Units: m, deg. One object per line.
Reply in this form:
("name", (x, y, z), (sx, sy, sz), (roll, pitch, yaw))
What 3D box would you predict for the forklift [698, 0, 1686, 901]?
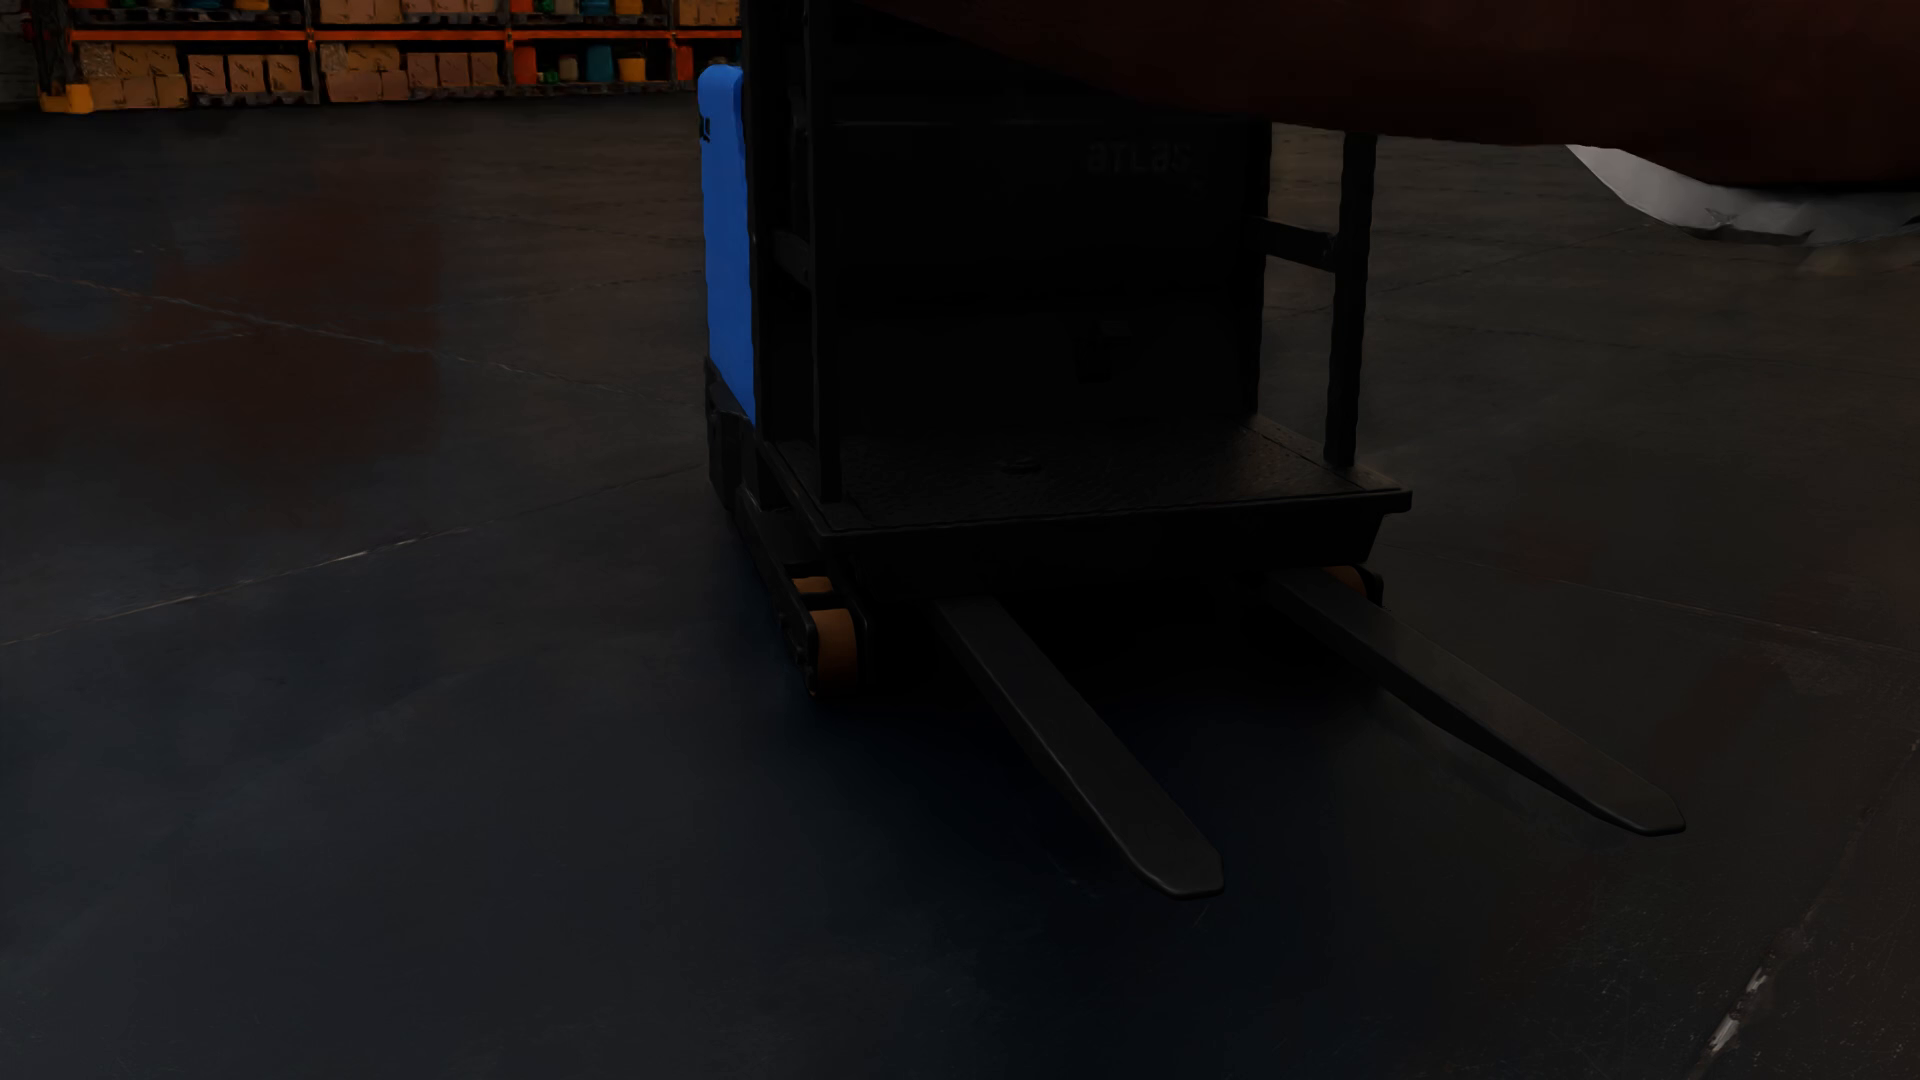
("forklift", (0.177, -1.240, 2.981), (1.130, 2.935, 3.031), (-4, 17, -14))
